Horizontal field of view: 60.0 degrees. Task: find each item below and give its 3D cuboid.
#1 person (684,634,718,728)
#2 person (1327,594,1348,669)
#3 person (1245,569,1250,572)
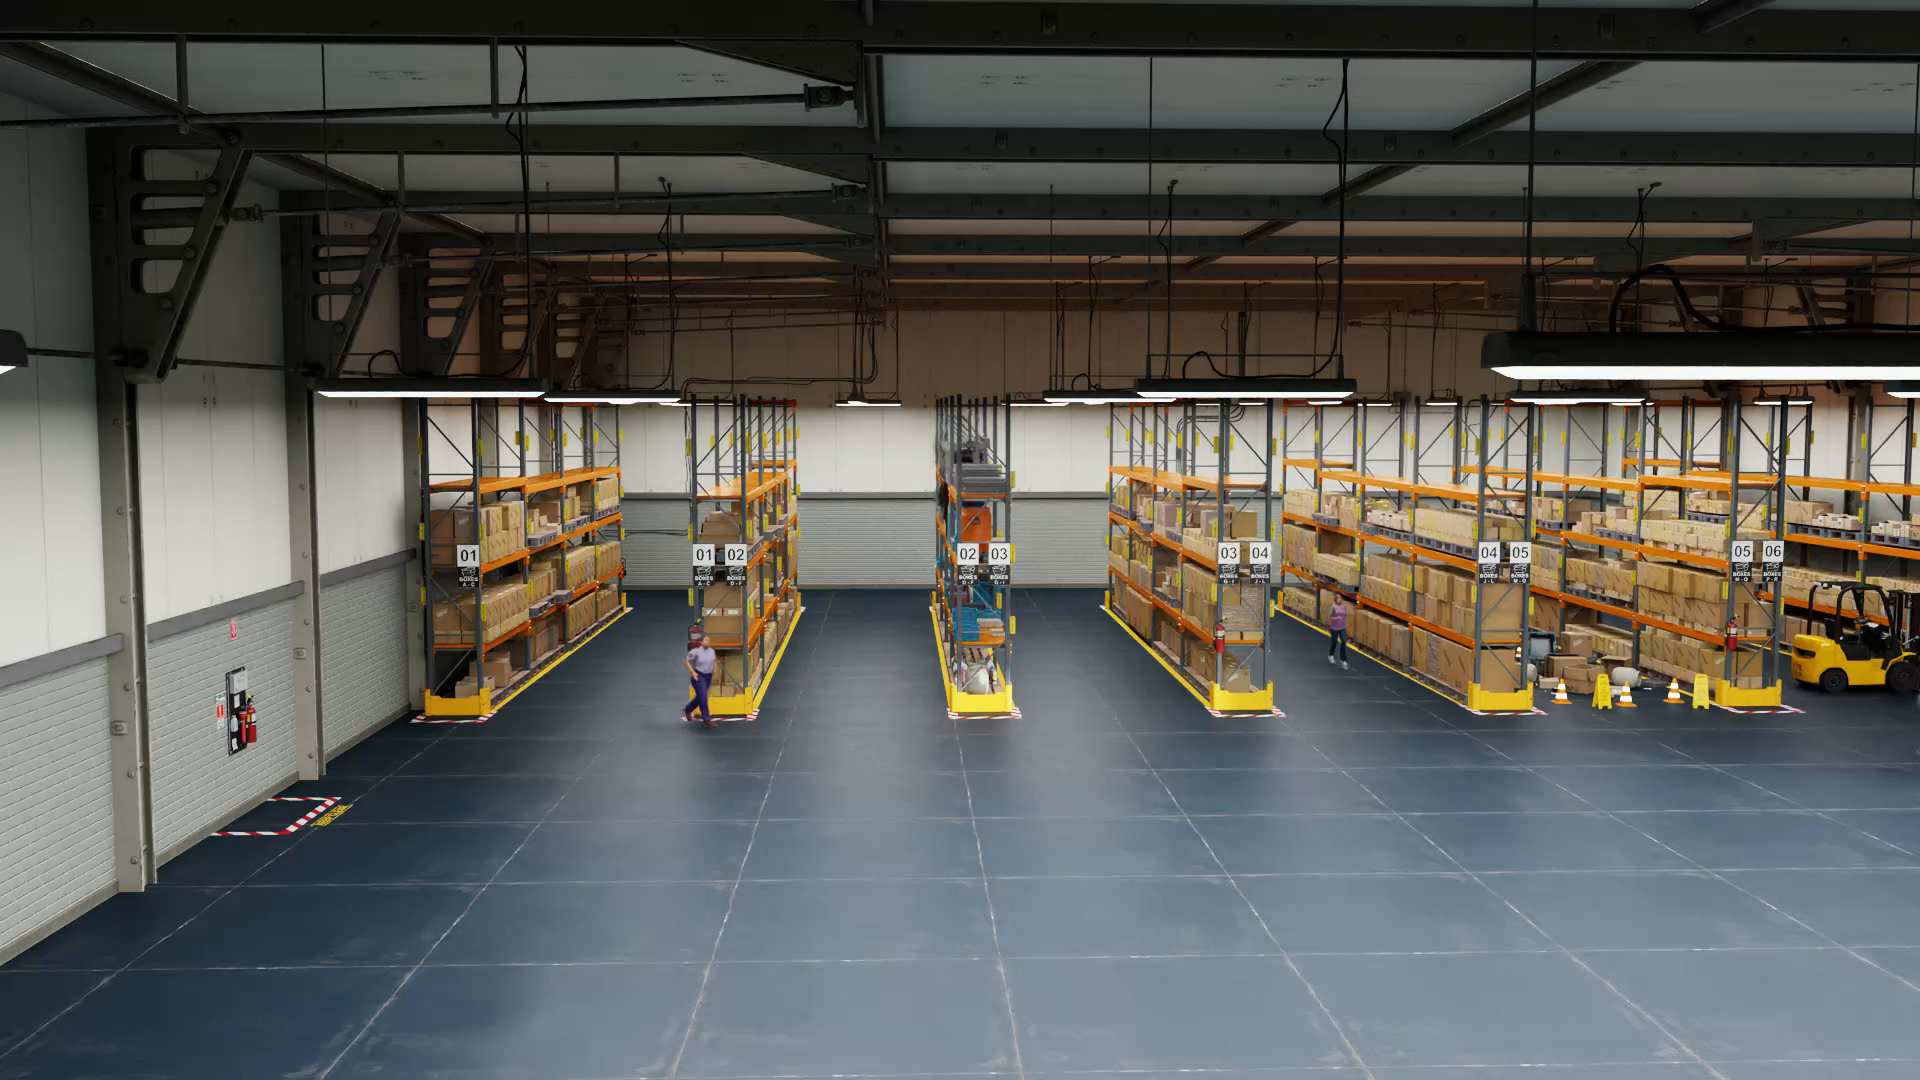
[{"bbox_3d":[-4.652,2.524,30.072,0.899,1.617,0.601,3,6,37],"label":"person"},{"bbox_3d":[8.398,1.998,36.978,0.531,1.621,0.805,-1,5,-7],"label":"person"},{"bbox_3d":[7.942,1.203,46.723,0.723,1.700,0.540,2,5,19],"label":"person"}]
